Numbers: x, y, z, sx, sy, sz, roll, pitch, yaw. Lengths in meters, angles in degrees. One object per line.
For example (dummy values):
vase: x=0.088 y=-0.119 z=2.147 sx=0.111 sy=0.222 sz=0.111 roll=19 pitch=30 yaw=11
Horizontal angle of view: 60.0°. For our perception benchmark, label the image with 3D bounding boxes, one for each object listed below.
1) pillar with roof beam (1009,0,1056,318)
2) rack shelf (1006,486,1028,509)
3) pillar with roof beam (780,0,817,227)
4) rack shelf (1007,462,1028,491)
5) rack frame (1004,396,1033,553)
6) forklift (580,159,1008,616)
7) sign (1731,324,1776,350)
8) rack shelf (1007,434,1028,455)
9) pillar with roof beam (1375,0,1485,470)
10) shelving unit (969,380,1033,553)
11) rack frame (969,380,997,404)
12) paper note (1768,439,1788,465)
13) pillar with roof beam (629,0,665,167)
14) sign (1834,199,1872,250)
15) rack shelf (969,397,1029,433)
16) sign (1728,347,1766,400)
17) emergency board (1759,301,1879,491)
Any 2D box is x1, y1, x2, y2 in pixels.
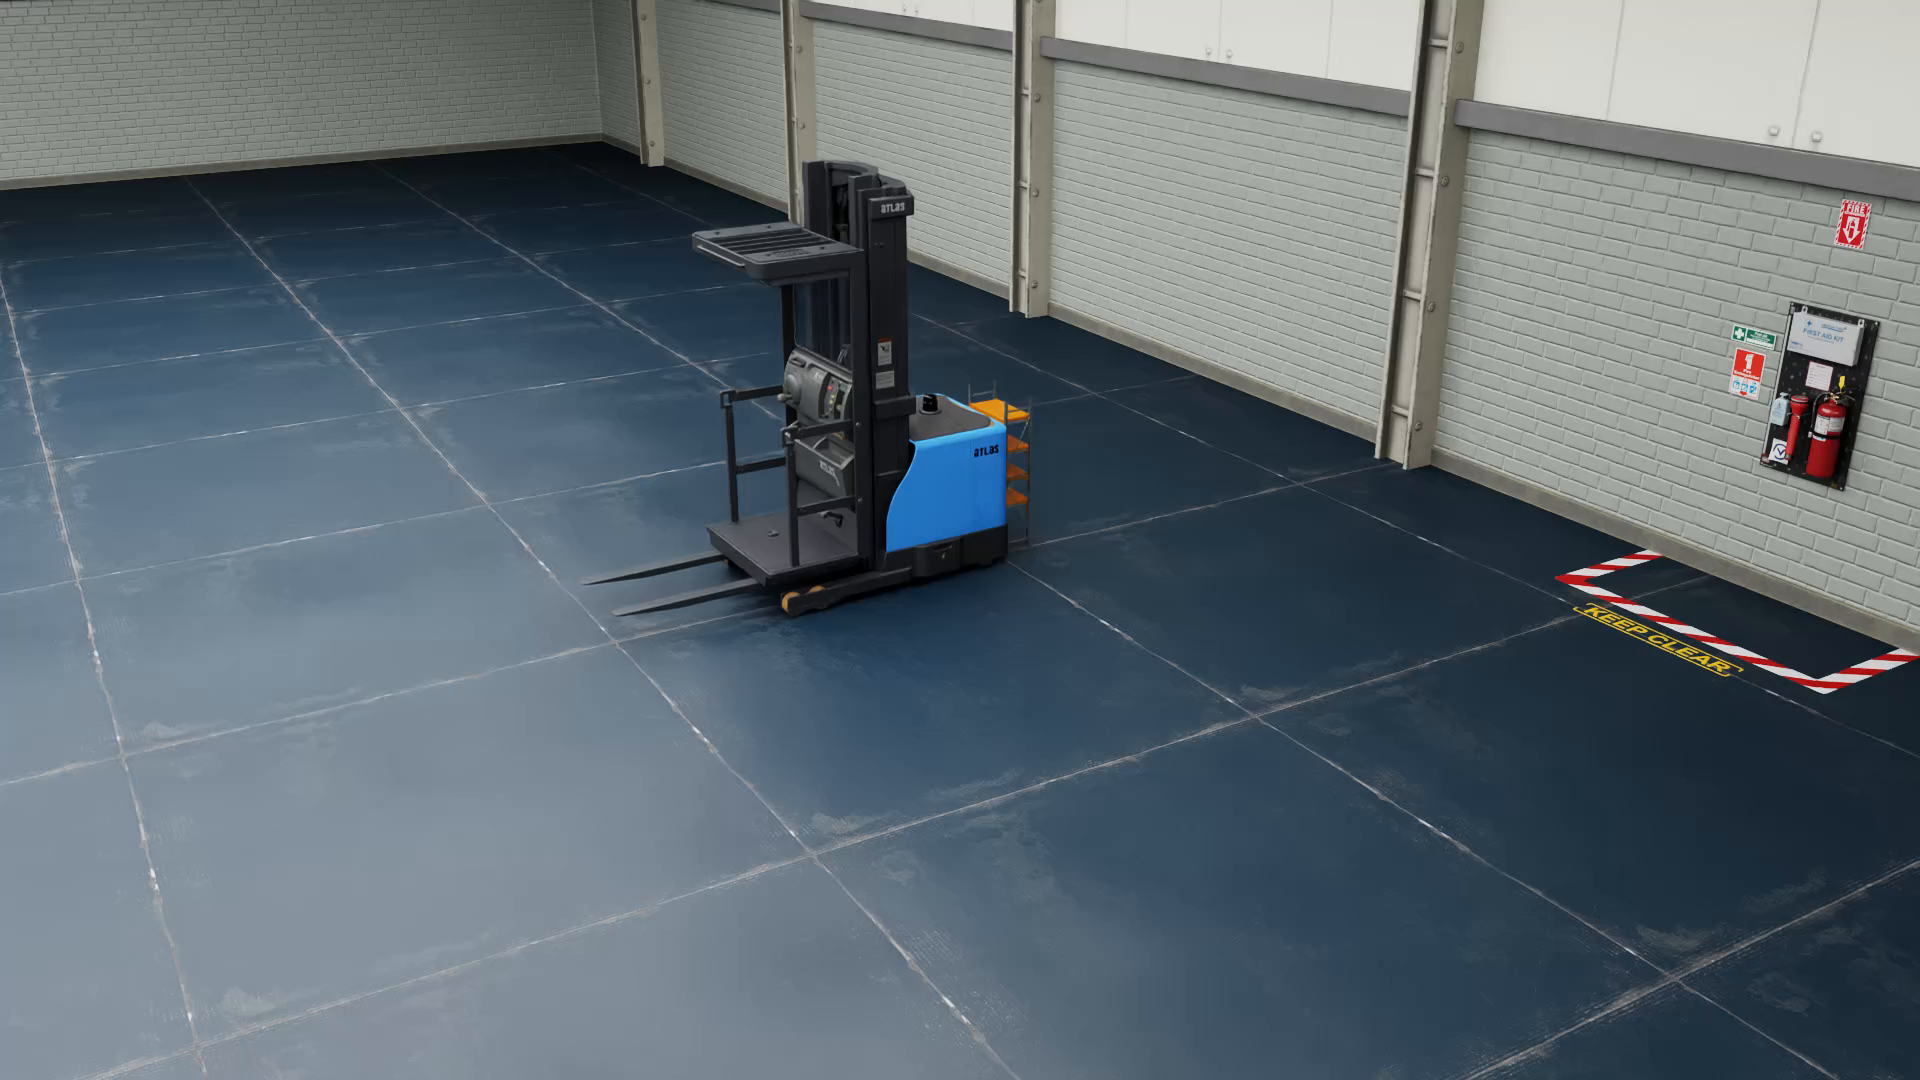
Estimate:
pillar with roof beam: x=-2.894 y=-5.979 z=15.570 sx=9.100 sy=9.000 sz=0.400 roll=-13 pitch=25 yaw=-28
rack shelf: x=0.299 y=-0.306 z=12.677 sx=0.258 sy=0.148 sz=0.480 roll=-13 pitch=26 yaw=-29
pillar with roof beam: x=-5.959 y=-7.921 z=20.349 sx=9.100 sy=9.000 sz=0.400 roll=-13 pitch=25 yaw=-28
rack shelf: x=0.299 y=-0.490 z=12.603 sx=0.258 sy=0.148 sz=0.480 roll=-13 pitch=26 yaw=-29
rack frame: x=0.427 y=-0.474 z=12.385 sx=0.240 sy=1.200 sz=0.015 roll=-13 pitch=26 yaw=-29
forklift: x=-1.169 y=-1.058 z=11.521 sx=3.031 sy=2.935 sz=1.130 roll=-13 pitch=26 yaw=-29
sign: x=5.508 y=-1.408 z=11.541 sx=0.001 sy=0.109 sz=0.331 roll=-13 pitch=25 yaw=-28
rack shelf: x=0.299 y=-0.697 z=12.518 sx=0.258 sy=0.148 sz=0.480 roll=-13 pitch=26 yaw=-29
pillar with roof beam: x=0.171 y=-4.037 z=10.792 sx=9.100 sy=9.000 sz=0.400 roll=-13 pitch=25 yaw=-28
shelving unit: x=0.299 y=-0.553 z=12.577 sx=0.258 sy=1.200 sz=0.503 roll=-13 pitch=26 yaw=-29
rack frame: x=0.171 y=-0.631 z=12.769 sx=0.240 sy=1.200 sz=0.015 roll=-13 pitch=26 yaw=-29
paper note: x=5.676 y=-0.613 z=11.506 sx=0.016 sy=0.148 sz=0.142 roll=-13 pitch=25 yaw=-28
pillar with roof beam: x=-9.024 y=-9.863 z=25.127 sx=9.100 sy=9.000 sz=0.400 roll=-13 pitch=25 yaw=-28
sign: x=5.789 y=-2.046 z=10.783 sx=0.001 sy=0.298 sz=0.199 roll=-13 pitch=25 yaw=-28
rack shelf: x=0.299 y=-0.917 z=12.429 sx=0.258 sy=0.148 sz=0.480 roll=-13 pitch=26 yaw=-29
sign: x=5.513 y=-1.166 z=11.649 sx=0.001 sy=0.329 sz=0.234 roll=-13 pitch=25 yaw=-28
emergency board: x=5.707 y=-0.950 z=11.166 sx=0.194 sy=1.169 sz=0.643 roll=-13 pitch=25 yaw=-28
